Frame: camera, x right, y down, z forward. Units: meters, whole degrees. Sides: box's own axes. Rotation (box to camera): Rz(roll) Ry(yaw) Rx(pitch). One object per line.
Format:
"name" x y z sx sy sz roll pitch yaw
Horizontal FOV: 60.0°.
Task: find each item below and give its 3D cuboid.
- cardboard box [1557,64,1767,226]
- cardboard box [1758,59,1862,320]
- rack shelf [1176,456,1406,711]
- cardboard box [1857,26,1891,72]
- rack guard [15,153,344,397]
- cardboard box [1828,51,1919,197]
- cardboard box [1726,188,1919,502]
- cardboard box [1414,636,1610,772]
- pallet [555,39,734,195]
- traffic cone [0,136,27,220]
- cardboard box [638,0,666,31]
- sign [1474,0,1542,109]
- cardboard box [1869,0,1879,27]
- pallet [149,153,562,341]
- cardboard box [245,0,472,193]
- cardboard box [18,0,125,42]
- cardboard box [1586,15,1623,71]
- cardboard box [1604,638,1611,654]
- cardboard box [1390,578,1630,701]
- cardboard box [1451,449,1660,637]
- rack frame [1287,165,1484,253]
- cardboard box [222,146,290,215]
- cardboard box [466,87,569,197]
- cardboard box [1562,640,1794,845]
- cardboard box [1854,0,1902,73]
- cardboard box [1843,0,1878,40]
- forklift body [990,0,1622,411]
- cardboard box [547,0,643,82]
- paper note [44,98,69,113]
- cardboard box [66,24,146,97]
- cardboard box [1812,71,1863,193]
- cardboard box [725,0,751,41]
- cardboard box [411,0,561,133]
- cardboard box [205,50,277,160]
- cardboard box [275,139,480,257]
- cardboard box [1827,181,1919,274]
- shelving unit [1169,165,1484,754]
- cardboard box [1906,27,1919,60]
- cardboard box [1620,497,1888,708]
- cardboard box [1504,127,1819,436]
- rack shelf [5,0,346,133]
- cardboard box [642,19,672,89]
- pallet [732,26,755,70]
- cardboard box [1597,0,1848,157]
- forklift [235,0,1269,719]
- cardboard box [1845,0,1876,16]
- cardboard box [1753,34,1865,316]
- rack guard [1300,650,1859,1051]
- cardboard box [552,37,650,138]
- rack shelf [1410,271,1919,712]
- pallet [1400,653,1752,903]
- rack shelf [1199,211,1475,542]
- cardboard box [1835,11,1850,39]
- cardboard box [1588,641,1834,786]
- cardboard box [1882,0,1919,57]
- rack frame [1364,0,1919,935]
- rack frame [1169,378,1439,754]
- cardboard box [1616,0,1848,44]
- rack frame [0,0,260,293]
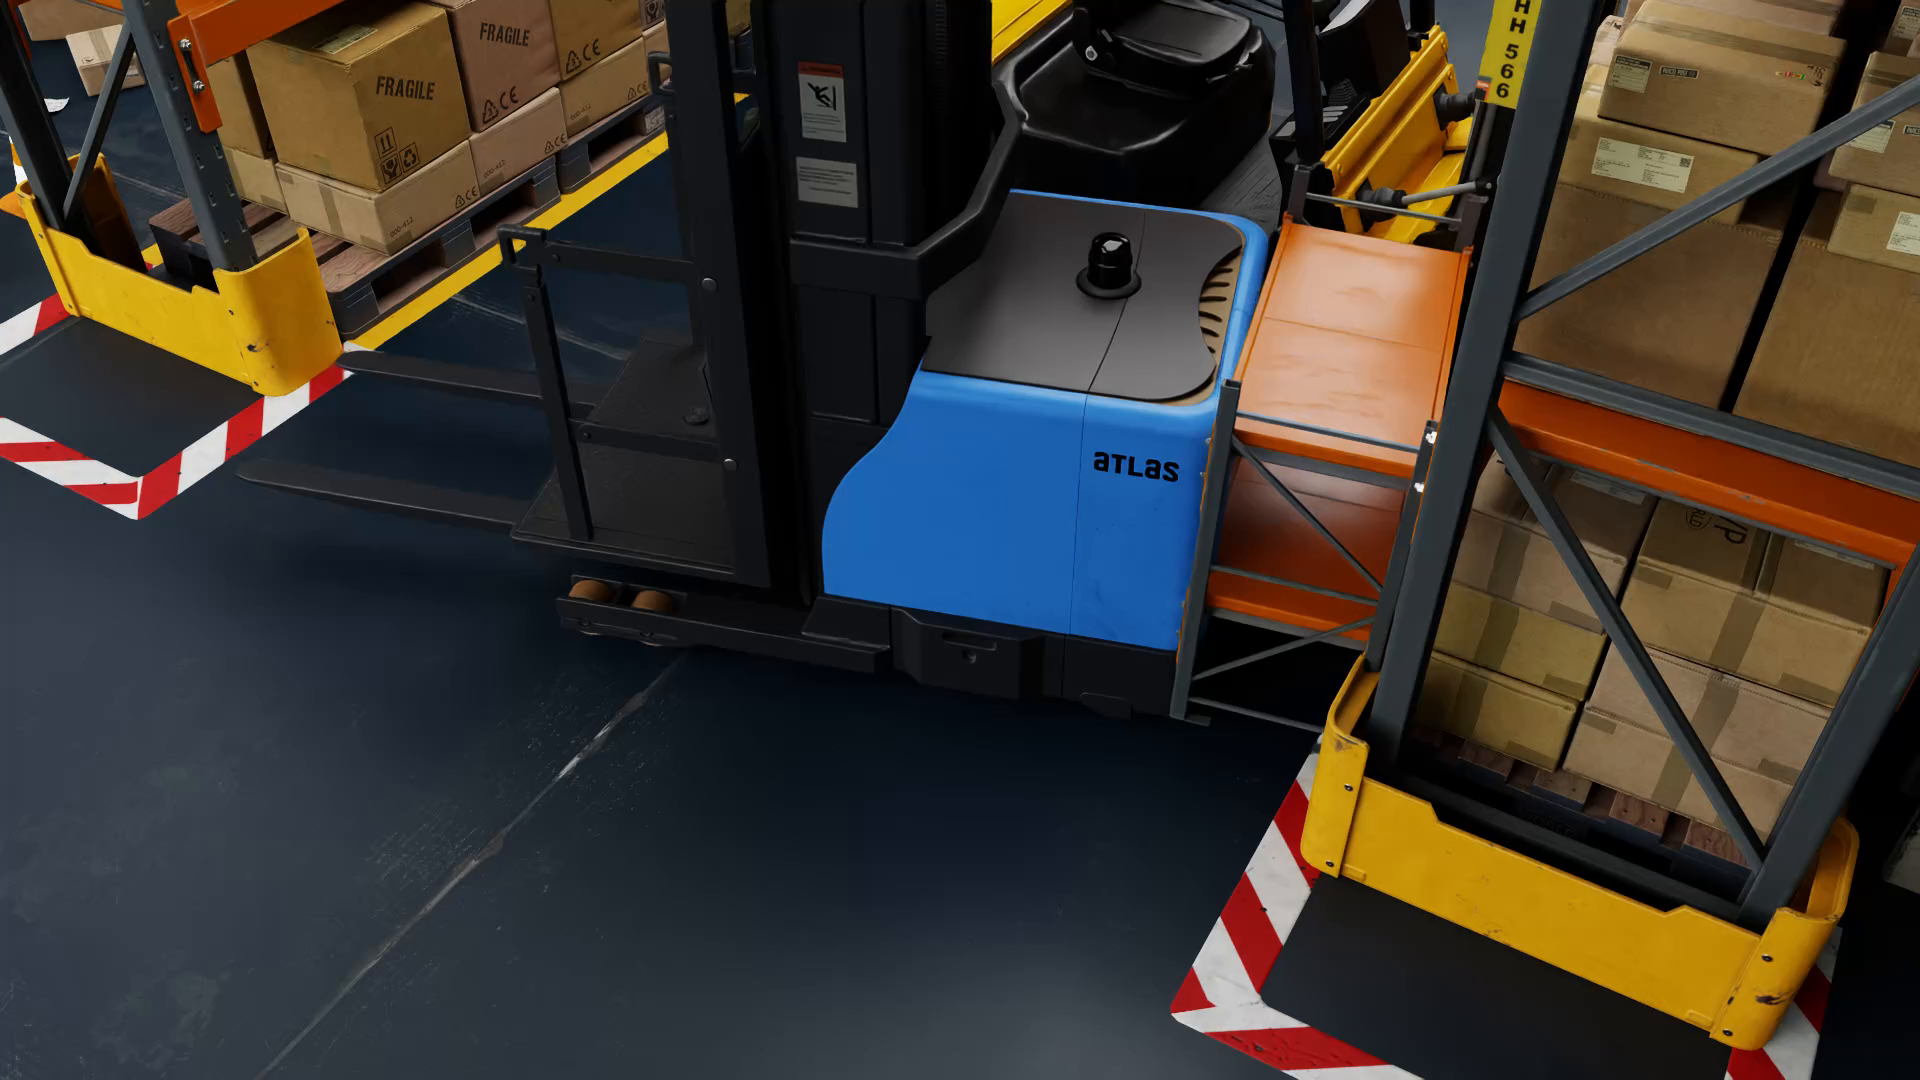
"cardboard box" 1.397 -0.792 3.313 0.380 0.149 0.250 22 46 23
"cardboard box" 2.196 -0.754 3.761 0.500 0.500 0.500 22 46 23
"rack shelf" 0.972 -0.032 4.623 0.538 0.278 1.000 13 44 12
"cardboard box" 2.061 -0.914 3.452 0.380 0.149 0.250 20 45 21
"rack guard" -2.795 -0.964 5.967 1.175 0.500 0.348 21 45 22
"cardboard box" 1.819 -0.734 3.022 0.380 0.149 0.250 20 45 21
"cardboard box" 1.954 -0.449 3.414 0.500 0.500 0.500 22 46 23
"cardboard box" 1.428 0.281 4.424 0.500 0.250 0.500 21 46 22
"pallet" -1.747 -2.005 7.367 1.003 0.211 1.213 21 45 22
"traffic cone" -3.735 -1.580 6.694 0.336 0.463 0.334 21 45 22
"cardboard box" -1.403 -2.544 7.064 0.500 0.500 0.500 23 46 24
"sign" 1.003 -0.930 2.982 0.100 0.325 0.005 21 45 22
"cardboard box" 2.521 -1.785 4.931 0.500 0.500 0.500 20 45 22
"pallet" -2.358 -1.309 6.577 1.003 0.211 1.213 21 45 22
"cardboard box" -2.179 -1.650 6.049 0.500 0.500 0.500 19 45 21
"cardboard box" -4.146 -2.765 8.008 0.797 0.503 0.637 -7 42 -7
"cardboard box" 1.499 -0.948 3.490 0.380 0.149 0.250 22 46 23
"cardboard box" 1.685 0.000 4.743 0.500 0.250 0.500 21 45 22
"cardboard box" 1.439 0.085 4.268 0.500 0.250 0.500 20 45 22
"cardboard box" 1.426 -0.087 4.086 0.500 0.250 0.500 22 46 23
"rack frame" 1.132 -0.537 4.818 0.500 1.125 0.032 13 44 12
"cardboard box" -2.650 -1.550 6.503 0.500 0.250 0.500 21 45 22
"cardboard box" -1.928 -1.644 6.610 0.500 0.250 0.500 23 46 24
"cardboard box" 1.881 0.438 4.245 0.500 0.250 0.500 21 46 22
"cardboard box" 2.444 -1.043 4.090 0.500 0.500 0.500 20 45 22
"cardboard box" 2.009 -1.213 4.282 0.500 0.500 0.500 20 45 21
"forklift body" 0.835 -1.589 5.427 2.313 2.155 1.214 21 45 22
"cardboard box" -1.663 -2.235 6.714 0.500 0.500 0.500 22 46 23
"paper note" -4.084 -1.944 7.434 0.148 0.019 0.142 7 42 8
"cardboard box" -3.927 -2.207 7.643 0.250 0.149 0.380 -21 45 -22
"cardboard box" 1.929 -0.771 3.290 0.380 0.149 0.250 21 45 22
"cardboard box" -1.153 -2.538 7.625 0.500 0.250 0.500 20 45 21
"cardboard box" -1.921 -1.951 6.391 0.500 0.500 0.500 19 45 21
"cardboard box" -2.658 -1.811 6.232 0.500 0.500 0.500 21 46 22
"cardboard box" -2.190 -1.355 6.282 0.500 0.250 0.500 21 45 22
"cardboard box" 1.860 -0.609 3.105 0.380 0.149 0.250 20 45 21
"shelving unit" 0.977 -0.213 4.458 0.538 1.125 1.048 13 44 12
"cardboard box" 2.006 -0.865 3.171 0.380 0.149 0.250 22 46 23
"cardboard box" 1.870 0.067 3.910 0.500 0.250 0.500 20 45 21
"cardboard box" 1.485 -0.626 3.615 0.500 0.500 0.500 20 45 21
"rack shelf" -1.833 -2.733 6.629 1.077 0.370 4.000 21 45 22
"cardboard box" -1.411 -2.249 7.297 0.500 0.250 0.500 22 46 23
"pallet" -1.137 -2.705 8.162 1.003 0.211 1.213 21 45 22
"cardboard box" 1.463 -0.887 3.196 0.380 0.149 0.250 21 46 22
"forklift" -0.696 -1.117 4.300 3.031 2.935 1.130 9 42 10
"cardboard box" 1.856 -1.315 3.682 0.380 0.149 0.250 21 46 22
"cardboard box" 1.753 -0.919 3.949 0.500 0.500 0.500 22 46 23
"rack guard" 1.454 0.732 4.040 1.175 0.500 0.348 21 45 22
"cardboard box" -1.666 -1.961 6.970 0.500 0.250 0.500 24 47 25
"rack shelf" 2.467 -1.094 4.767 1.077 0.370 4.000 21 45 22
"pallet" 1.812 0.375 4.664 1.003 0.211 1.213 21 45 22
"rack shelf" 0.983 -0.429 4.261 0.538 0.278 1.000 13 44 12
"cardboard box" 1.816 -1.214 3.792 0.380 0.149 0.250 21 45 22
"cardboard box" 1.881 0.267 4.062 0.500 0.250 0.500 22 46 23
"cardboard box" 2.099 -1.028 3.356 0.380 0.149 0.250 22 46 23
"rack frame" 1.466 -0.220 3.230 1.000 3.000 0.127 21 45 22
"rack frame" 0.822 0.111 4.098 0.500 1.125 0.032 13 44 12
"cardboard box" 1.559 -1.038 3.368 0.380 0.149 0.250 21 46 22
"rack frame" -2.833 -1.859 5.091 1.000 3.000 0.127 21 45 22
